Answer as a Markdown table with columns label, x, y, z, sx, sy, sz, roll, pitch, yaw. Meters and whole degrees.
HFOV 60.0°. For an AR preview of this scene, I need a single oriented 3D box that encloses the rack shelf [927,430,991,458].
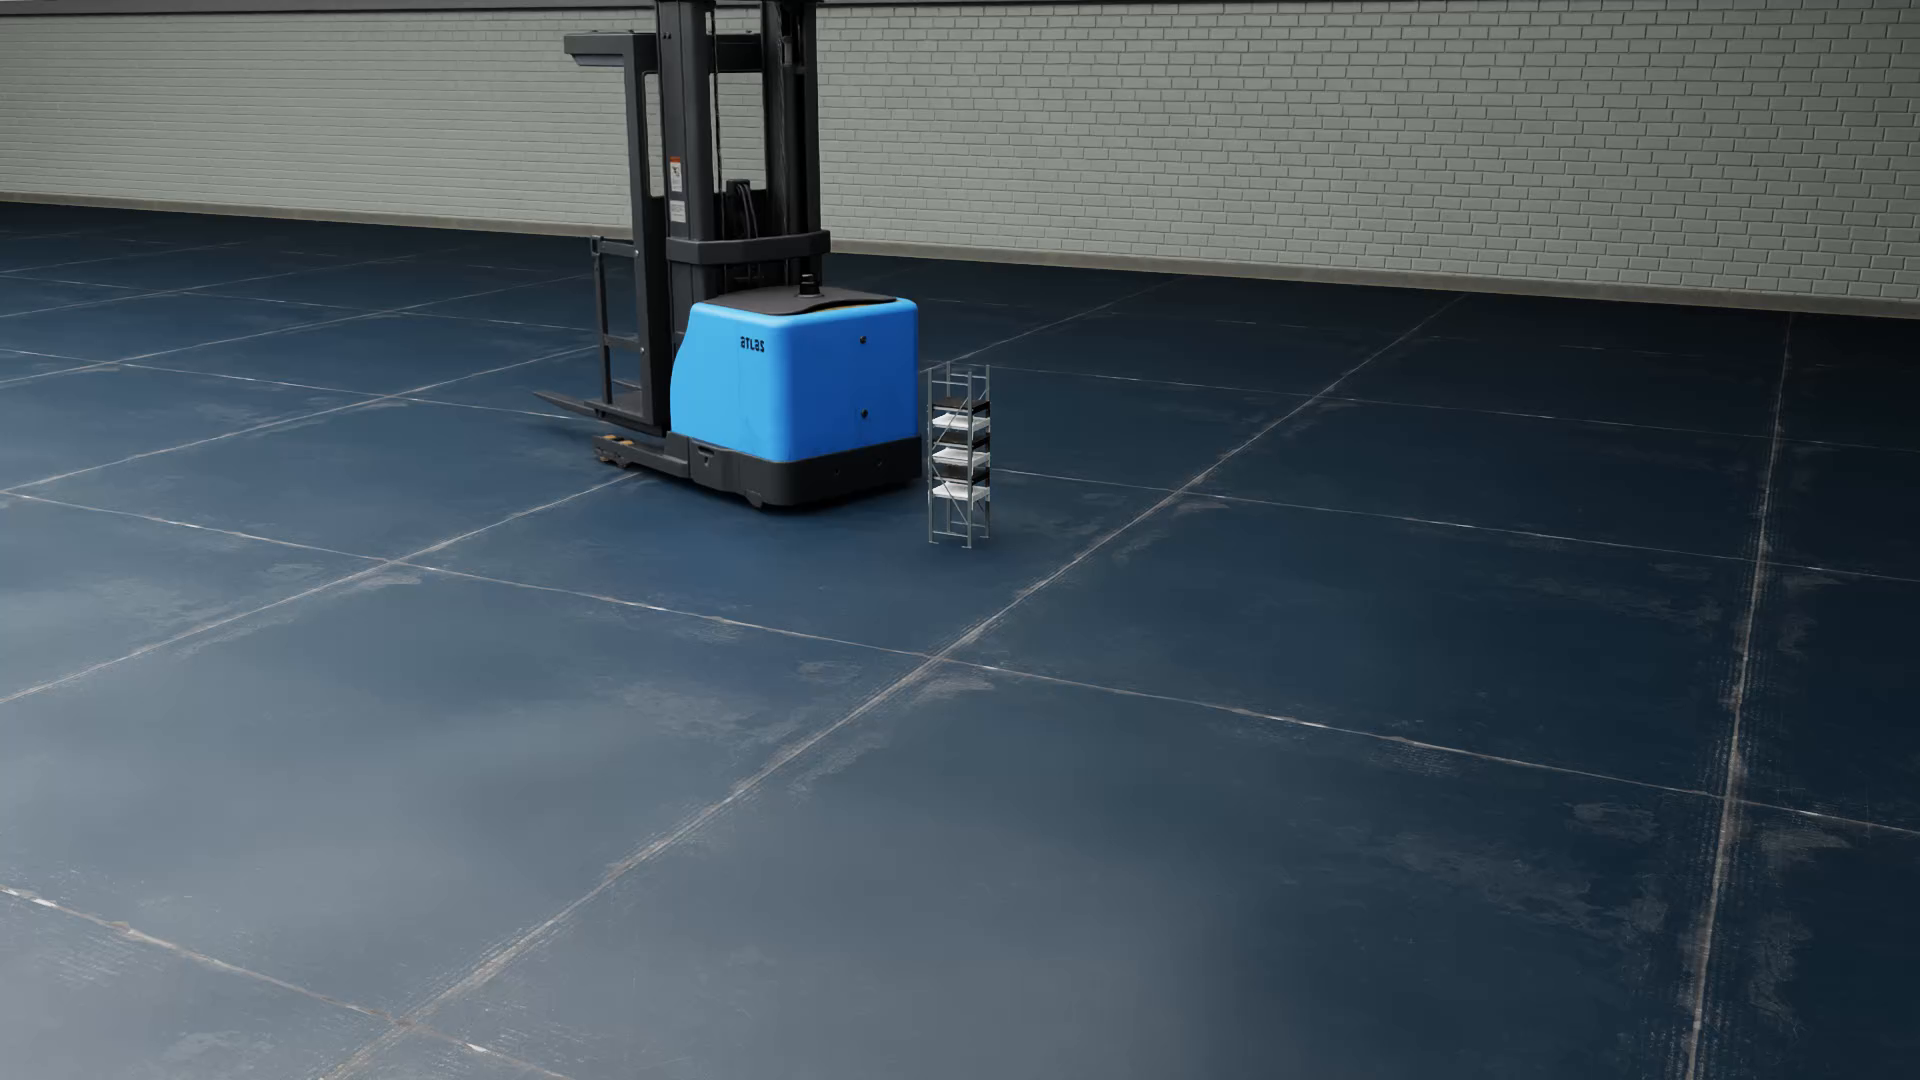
| label | x | y | z | sx | sy | sz | roll | pitch | yaw |
| --- | --- | --- | --- | --- | --- | --- | --- | --- | --- |
| rack shelf | -0.004 | -0.484 | 8.373 | 0.258 | 0.077 | 0.200 | 8 | 18 | 25 |

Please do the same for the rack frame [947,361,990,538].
| label | x | y | z | sx | sy | sz | roll | pitch | yaw |
| --- | --- | --- | --- | --- | --- | --- | --- | --- | --- |
| rack frame | 0.042 | -0.455 | 8.476 | 0.240 | 0.900 | 0.006 | 8 | 18 | 25 |

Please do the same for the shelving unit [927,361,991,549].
| label | x | y | z | sx | sy | sz | roll | pitch | yaw |
| --- | --- | --- | --- | --- | --- | --- | --- | --- | --- |
| shelving unit | -0.004 | -0.429 | 8.389 | 0.258 | 0.900 | 0.210 | 8 | 18 | 25 |

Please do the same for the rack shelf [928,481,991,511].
| label | x | y | z | sx | sy | sz | roll | pitch | yaw |
| --- | --- | --- | --- | --- | --- | --- | --- | --- | --- |
| rack shelf | -0.004 | -0.225 | 8.450 | 0.258 | 0.077 | 0.200 | 8 | 18 | 25 |

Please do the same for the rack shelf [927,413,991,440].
| label | x | y | z | sx | sy | sz | roll | pitch | yaw |
| --- | --- | --- | --- | --- | --- | --- | --- | --- | --- |
| rack shelf | -0.004 | -0.570 | 8.348 | 0.258 | 0.077 | 0.200 | 8 | 18 | 25 |

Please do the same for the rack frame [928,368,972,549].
| label | x | y | z | sx | sy | sz | roll | pitch | yaw |
| --- | --- | --- | --- | --- | --- | --- | --- | --- | --- |
| rack frame | -0.049 | -0.403 | 8.302 | 0.240 | 0.900 | 0.006 | 8 | 18 | 25 |

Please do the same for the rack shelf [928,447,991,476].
| label | x | y | z | sx | sy | sz | roll | pitch | yaw |
| --- | --- | --- | --- | --- | --- | --- | --- | --- | --- |
| rack shelf | -0.004 | -0.397 | 8.399 | 0.258 | 0.077 | 0.200 | 8 | 18 | 25 |

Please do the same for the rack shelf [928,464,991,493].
| label | x | y | z | sx | sy | sz | roll | pitch | yaw |
| --- | --- | --- | --- | --- | --- | --- | --- | --- | --- |
| rack shelf | -0.004 | -0.311 | 8.424 | 0.258 | 0.077 | 0.200 | 8 | 18 | 25 |

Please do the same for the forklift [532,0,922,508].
| label | x | y | z | sx | sy | sz | roll | pitch | yaw |
| --- | --- | --- | --- | --- | --- | --- | --- | --- | --- |
| forklift | -1.584 | -1.924 | 9.854 | 1.130 | 2.935 | 3.031 | -15 | 22 | -40 |

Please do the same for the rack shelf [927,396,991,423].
| label | x | y | z | sx | sy | sz | roll | pitch | yaw |
| --- | --- | --- | --- | --- | --- | --- | --- | --- | --- |
| rack shelf | -0.004 | -0.656 | 8.322 | 0.258 | 0.077 | 0.200 | 8 | 18 | 25 |
